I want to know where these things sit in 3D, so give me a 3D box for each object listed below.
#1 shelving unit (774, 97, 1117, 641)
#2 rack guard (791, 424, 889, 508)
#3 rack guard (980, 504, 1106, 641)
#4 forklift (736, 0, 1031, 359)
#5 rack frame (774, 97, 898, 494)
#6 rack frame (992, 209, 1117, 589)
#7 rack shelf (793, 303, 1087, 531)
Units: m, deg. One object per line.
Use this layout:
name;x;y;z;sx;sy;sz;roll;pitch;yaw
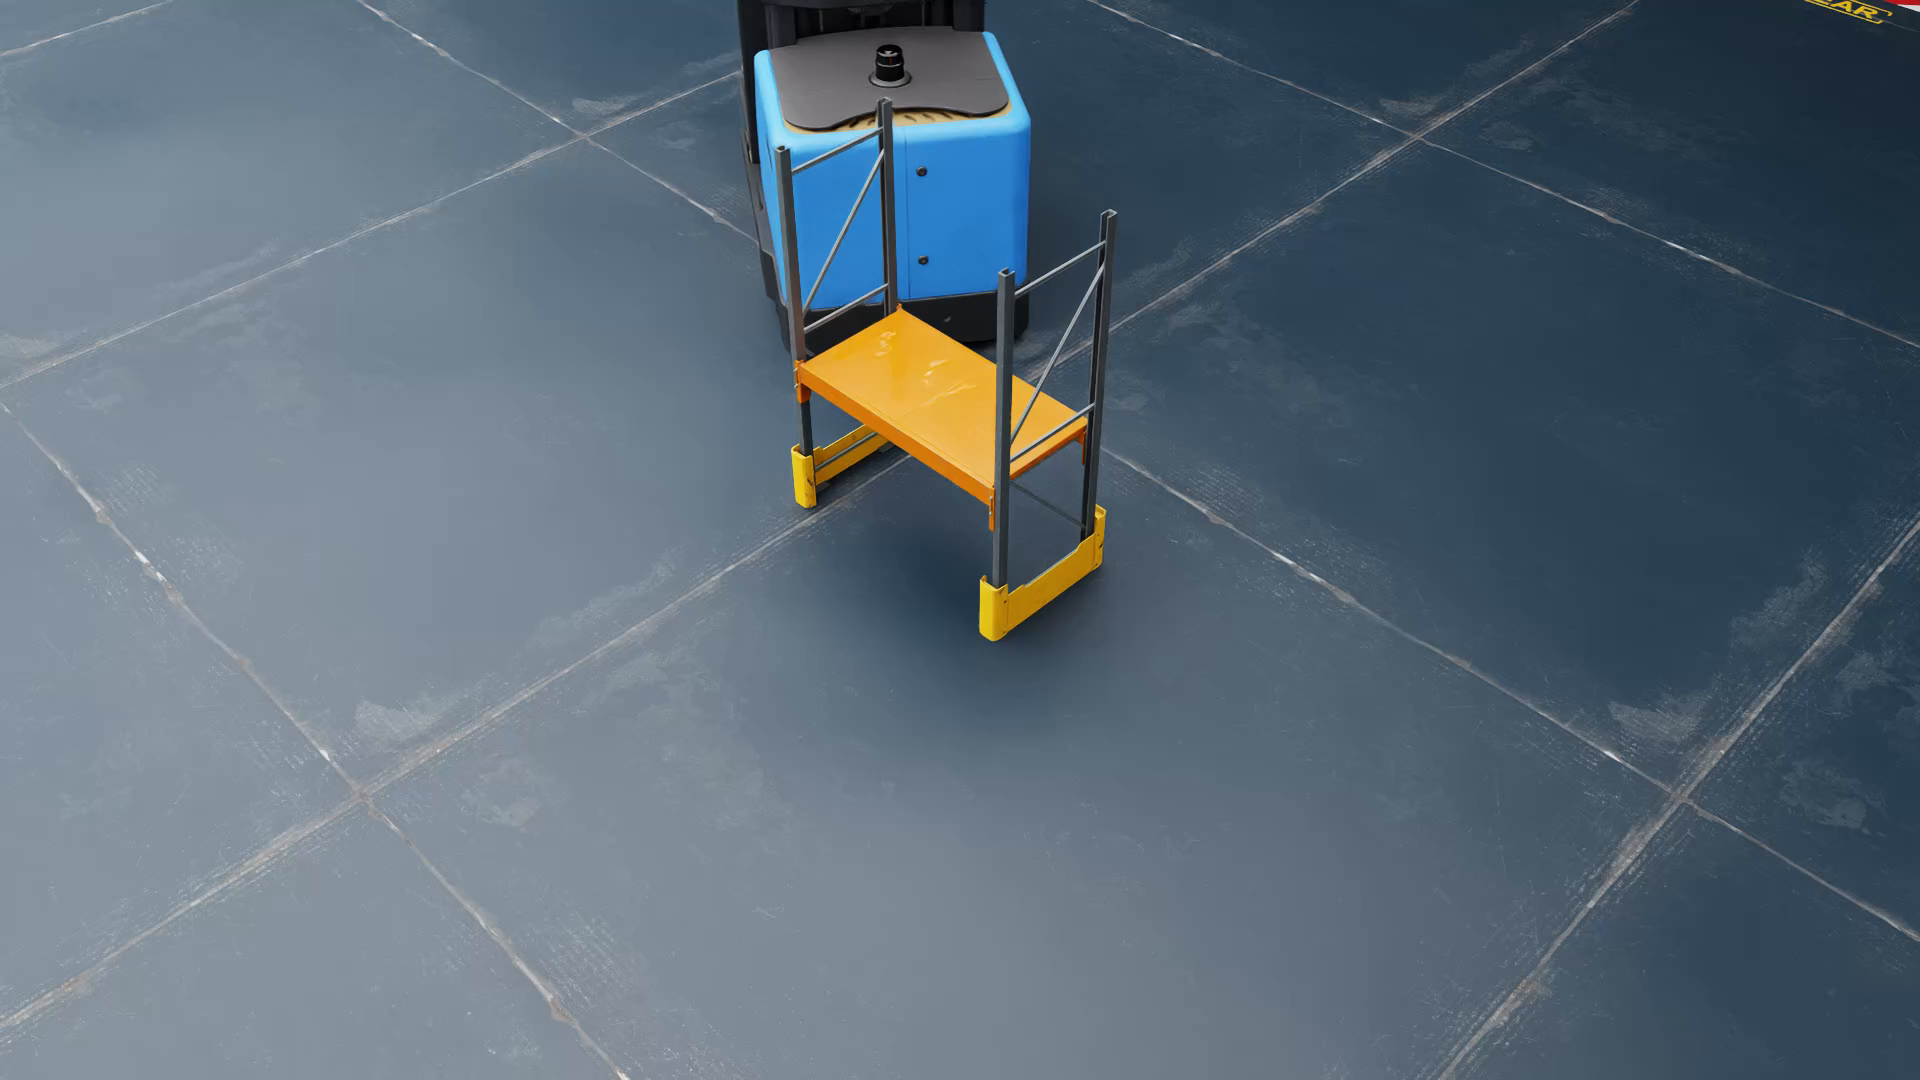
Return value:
shelving unit;-0.054;-0.587;5.781;0.587;1.500;1.083;-34;53;-31
rack guard;-0.406;-0.368;6.464;0.587;0.250;0.087;-34;53;-31
rack guard;0.298;0.111;5.946;0.587;0.250;0.087;-34;53;-31
forklift;-0.478;-2.843;7.168;1.130;2.935;3.031;-7;43;-8
rack frame;-0.419;-0.836;6.050;0.500;1.500;0.032;-34;53;-31
rack frame;0.299;-0.348;5.521;0.500;1.500;0.032;-34;53;-31
rack shelf;-0.060;-0.460;5.907;0.538;0.185;1.000;-34;53;-31
